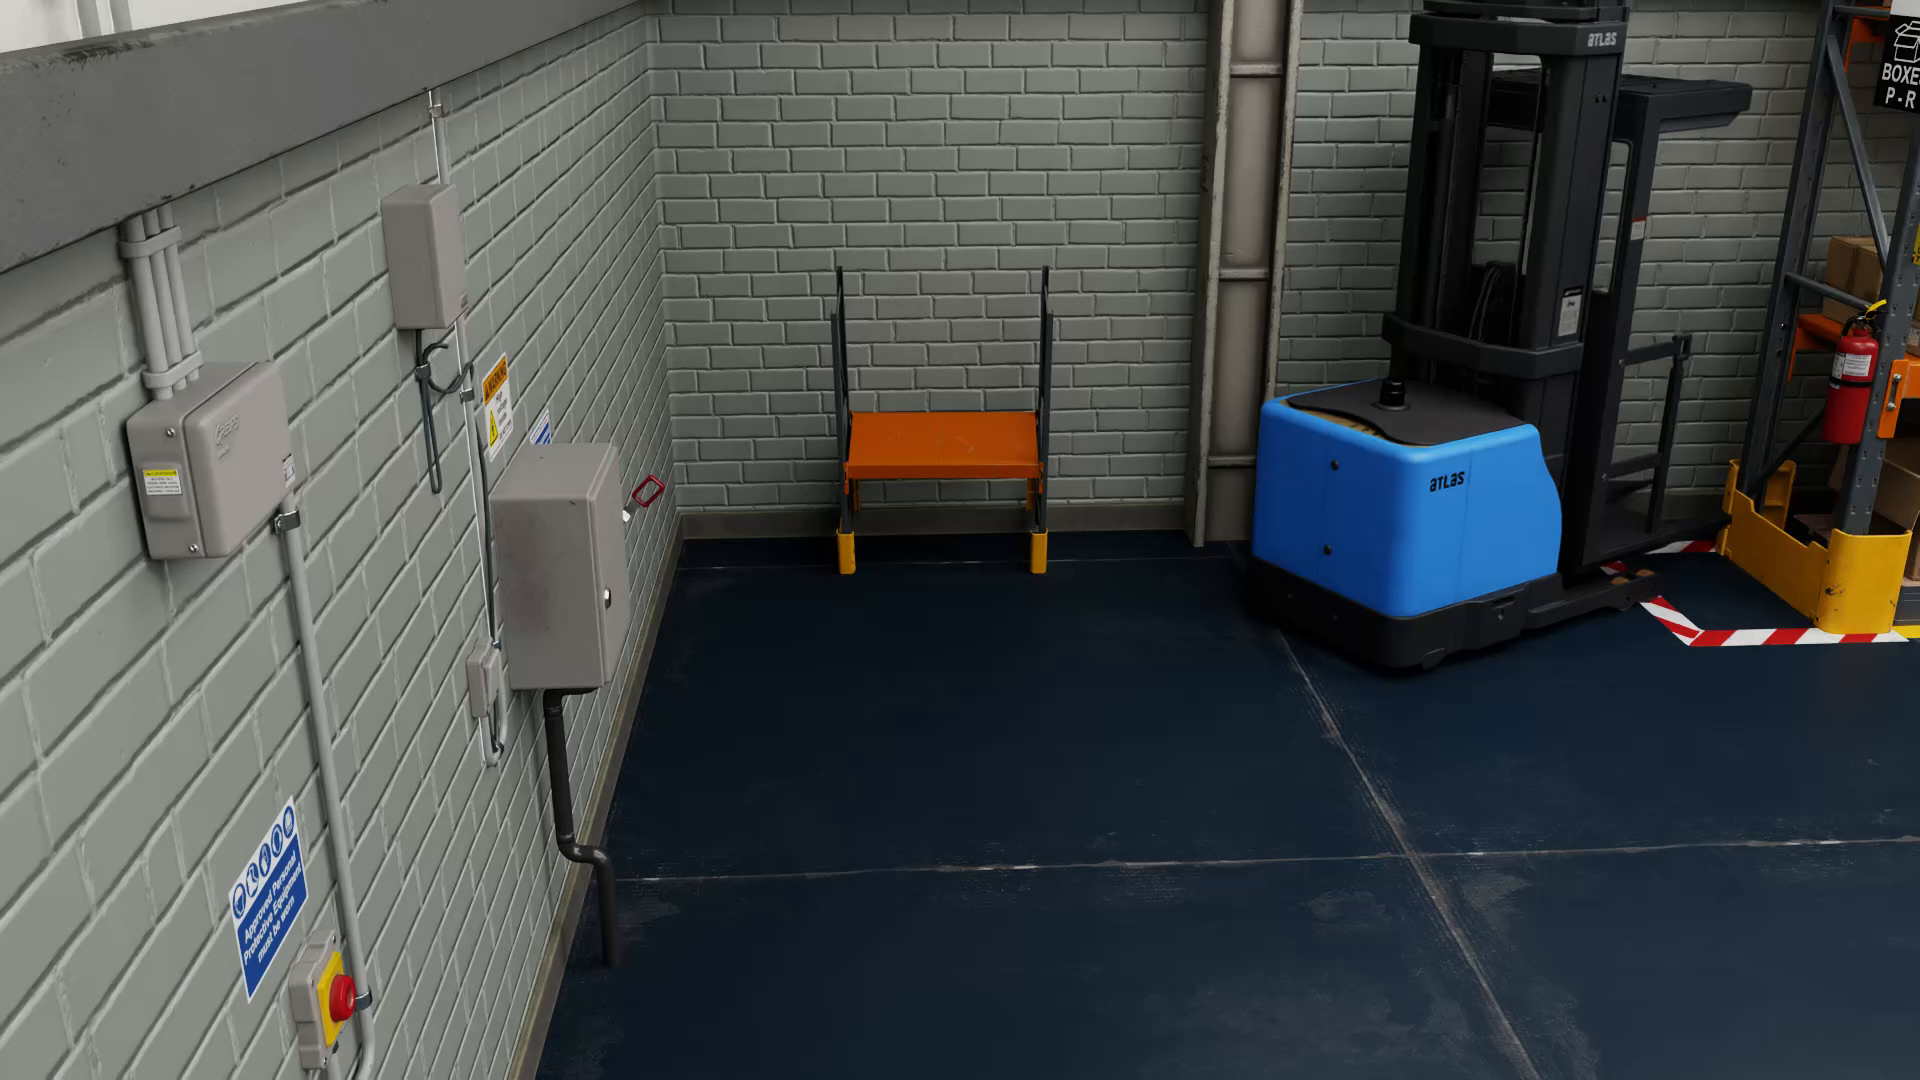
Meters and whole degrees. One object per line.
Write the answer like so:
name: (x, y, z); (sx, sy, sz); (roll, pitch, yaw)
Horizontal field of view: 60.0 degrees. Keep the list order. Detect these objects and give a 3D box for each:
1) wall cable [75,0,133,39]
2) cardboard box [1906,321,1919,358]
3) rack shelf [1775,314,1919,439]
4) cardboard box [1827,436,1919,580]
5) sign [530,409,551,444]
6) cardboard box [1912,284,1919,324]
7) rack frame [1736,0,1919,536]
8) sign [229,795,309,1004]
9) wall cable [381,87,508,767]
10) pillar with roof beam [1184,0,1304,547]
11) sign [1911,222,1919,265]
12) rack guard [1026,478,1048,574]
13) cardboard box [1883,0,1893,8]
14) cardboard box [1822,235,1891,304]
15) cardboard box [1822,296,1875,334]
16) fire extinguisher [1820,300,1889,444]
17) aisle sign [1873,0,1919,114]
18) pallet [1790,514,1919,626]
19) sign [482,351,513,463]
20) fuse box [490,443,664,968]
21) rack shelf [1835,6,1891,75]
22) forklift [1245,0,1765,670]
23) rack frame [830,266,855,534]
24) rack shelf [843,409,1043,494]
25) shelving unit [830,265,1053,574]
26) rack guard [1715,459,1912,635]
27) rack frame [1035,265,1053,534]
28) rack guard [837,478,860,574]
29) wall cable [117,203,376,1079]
wall cable: (-1.177, -1.983, 1.683); (0.029, 3.000, 0.463); (-1, 21, -3)
cardboard box: (4.543, -0.950, 7.754); (0.250, 0.149, 0.380); (-1, 21, -3)
rack shelf: (6.196, -0.863, 8.183); (4.000, 0.370, 1.077); (-1, 21, -3)
cardboard box: (4.815, -0.167, 8.262); (0.637, 0.503, 0.797); (-2, 21, -5)
sign: (-1.352, -0.149, 5.429); (0.001, 0.494, 0.329); (-1, 21, -3)
cardboard box: (4.667, -1.141, 7.695); (0.500, 0.250, 0.500); (-1, 21, -3)
rack frame: (4.199, -1.159, 7.948); (0.127, 3.000, 1.000); (-1, 21, -3)
sign: (-1.201, 0.620, 2.898); (0.001, 0.218, 0.327); (-1, 21, -3)
wall cable: (-1.235, -0.251, 4.136); (0.122, 1.984, 0.588); (-1, 21, -3)
pillar with roof beam: (1.701, -2.698, 3.561); (0.400, 9.000, 9.100); (-1, 21, -3)
sign: (4.230, -1.370, 7.288); (0.005, 0.325, 0.100); (-1, 21, -3)
rack guard: (0.406, -0.099, 8.819); (0.087, 0.250, 0.587); (0, 36, 0)
cardboard box: (4.505, -2.532, 7.692); (0.250, 0.149, 0.380); (-1, 21, -2)
cardboard box: (4.643, -1.331, 8.194); (0.500, 0.250, 0.500); (-1, 21, -1)
cardboard box: (4.514, -1.143, 8.261); (0.250, 0.149, 0.380); (-1, 21, -4)
fire extinguisher: (4.078, -0.781, 7.589); (0.183, 0.674, 0.296); (-1, 21, -3)
aisle sign: (4.147, -2.268, 7.208); (0.004, 0.787, 0.394); (-1, 21, -3)
pallet: (5.071, 0.127, 8.492); (1.213, 0.211, 1.003); (-1, 21, -3)
sign: (-1.320, -0.384, 4.753); (0.001, 0.242, 0.339); (-1, 21, -3)
fuse box: (-1.117, 0.580, 5.192); (0.414, 1.711, 0.539); (-1, 21, -3)
rack shelf: (6.196, -2.265, 7.649); (4.000, 0.370, 1.077); (-1, 21, -3)
forklift: (2.920, -1.164, 8.059); (3.031, 2.935, 1.130); (-13, 24, -30)
rack frame: (-0.593, -0.602, 8.450); (0.032, 1.500, 0.500); (0, 36, 0)
rack shelf: (-0.084, -0.458, 8.557); (1.000, 0.185, 0.538); (0, 36, 0)
shelving unit: (-0.093, -0.603, 8.451); (1.083, 1.500, 0.587); (0, 36, 0)
rack guard: (4.275, 0.008, 8.397); (0.348, 0.500, 1.175); (-1, 21, -3)
rack frame: (0.424, -0.604, 8.451); (0.032, 1.500, 0.500); (0, 36, 0)
rack guard: (-0.590, -0.097, 8.818); (0.087, 0.250, 0.587); (0, 36, 0)
wall cable: (-1.142, 0.238, 2.808); (0.123, 1.953, 0.585); (-1, 21, -3)
